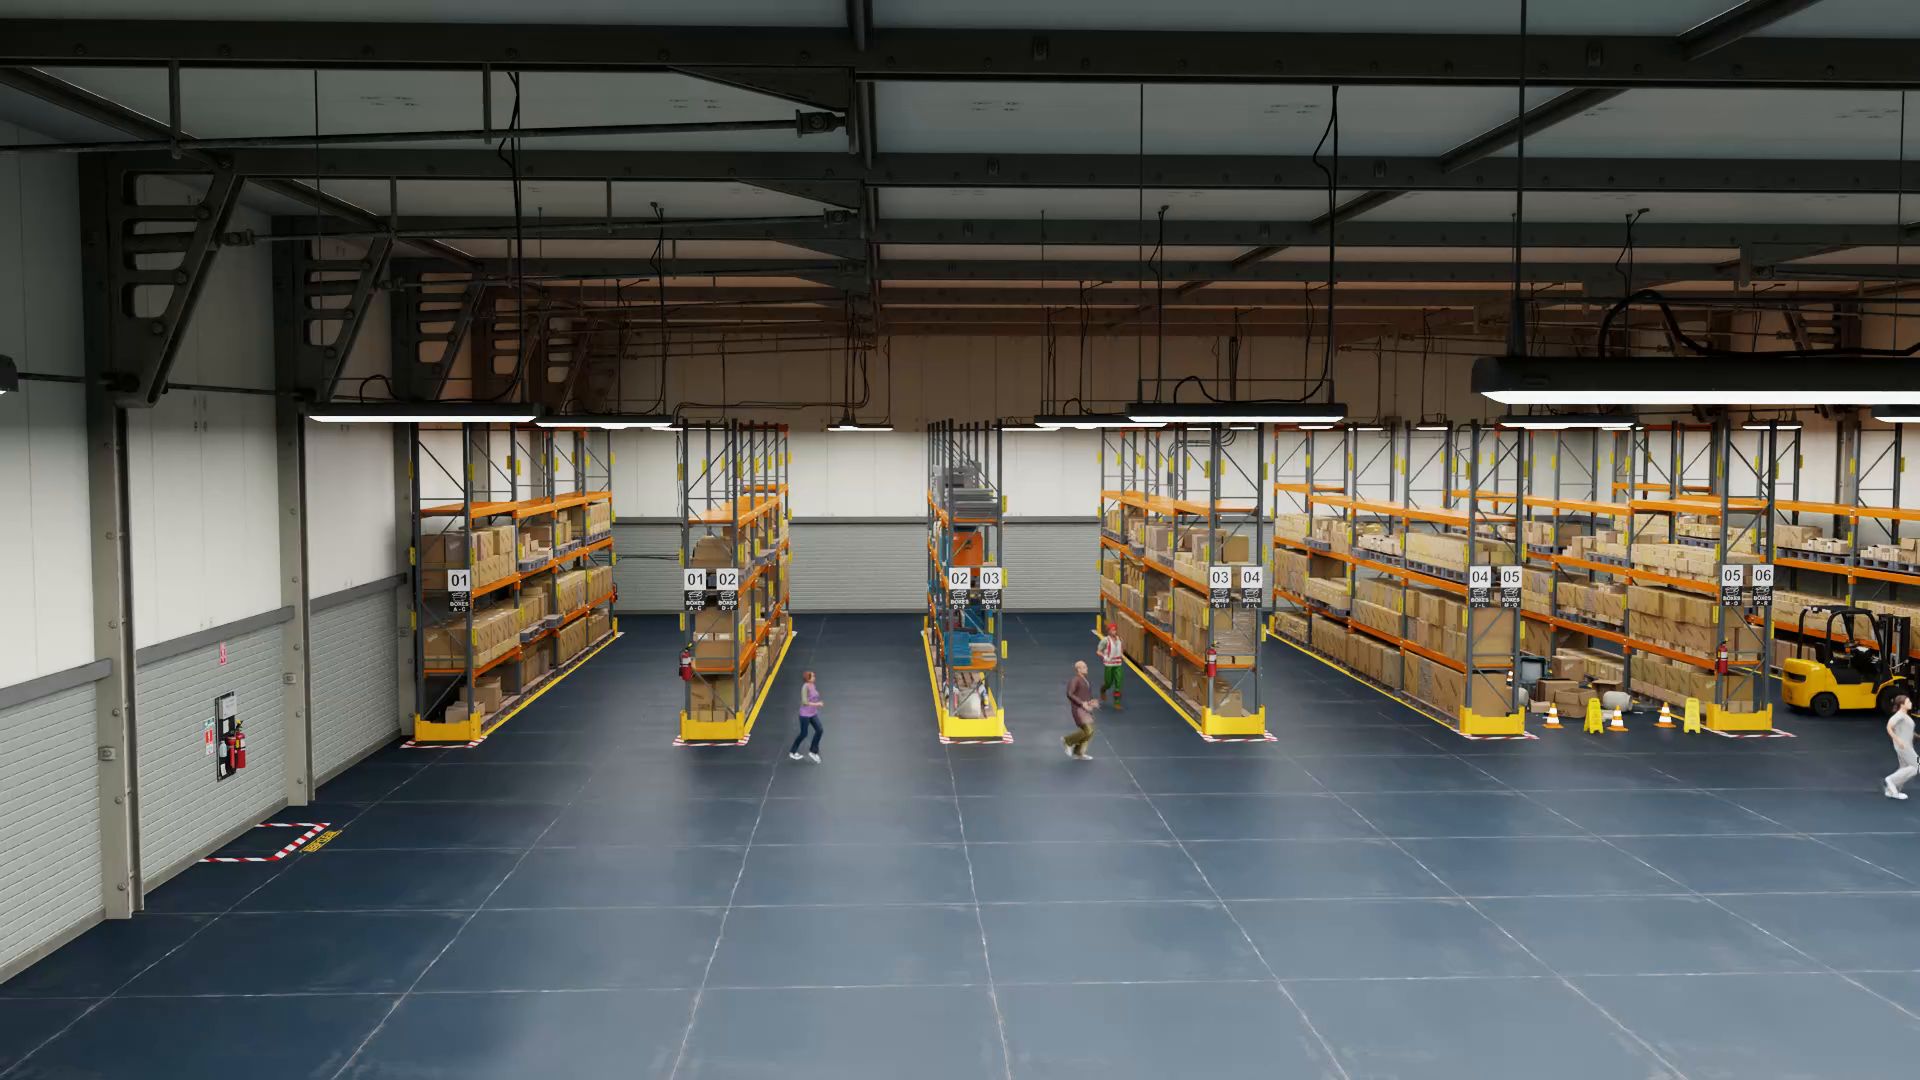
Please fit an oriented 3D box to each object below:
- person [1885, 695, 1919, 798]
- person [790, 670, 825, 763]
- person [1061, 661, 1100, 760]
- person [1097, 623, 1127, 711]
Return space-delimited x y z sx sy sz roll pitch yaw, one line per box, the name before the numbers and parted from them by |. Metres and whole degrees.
person | 14.788 3.237 25.976 0.560 1.630 0.561 3 5 37
person | -2.633 3.077 28.923 0.705 1.646 0.556 2 4 23
person | 2.100 2.987 29.130 0.632 1.730 0.694 1 4 22
person | 3.168 2.616 34.624 0.657 1.778 0.953 -1 4 -18
